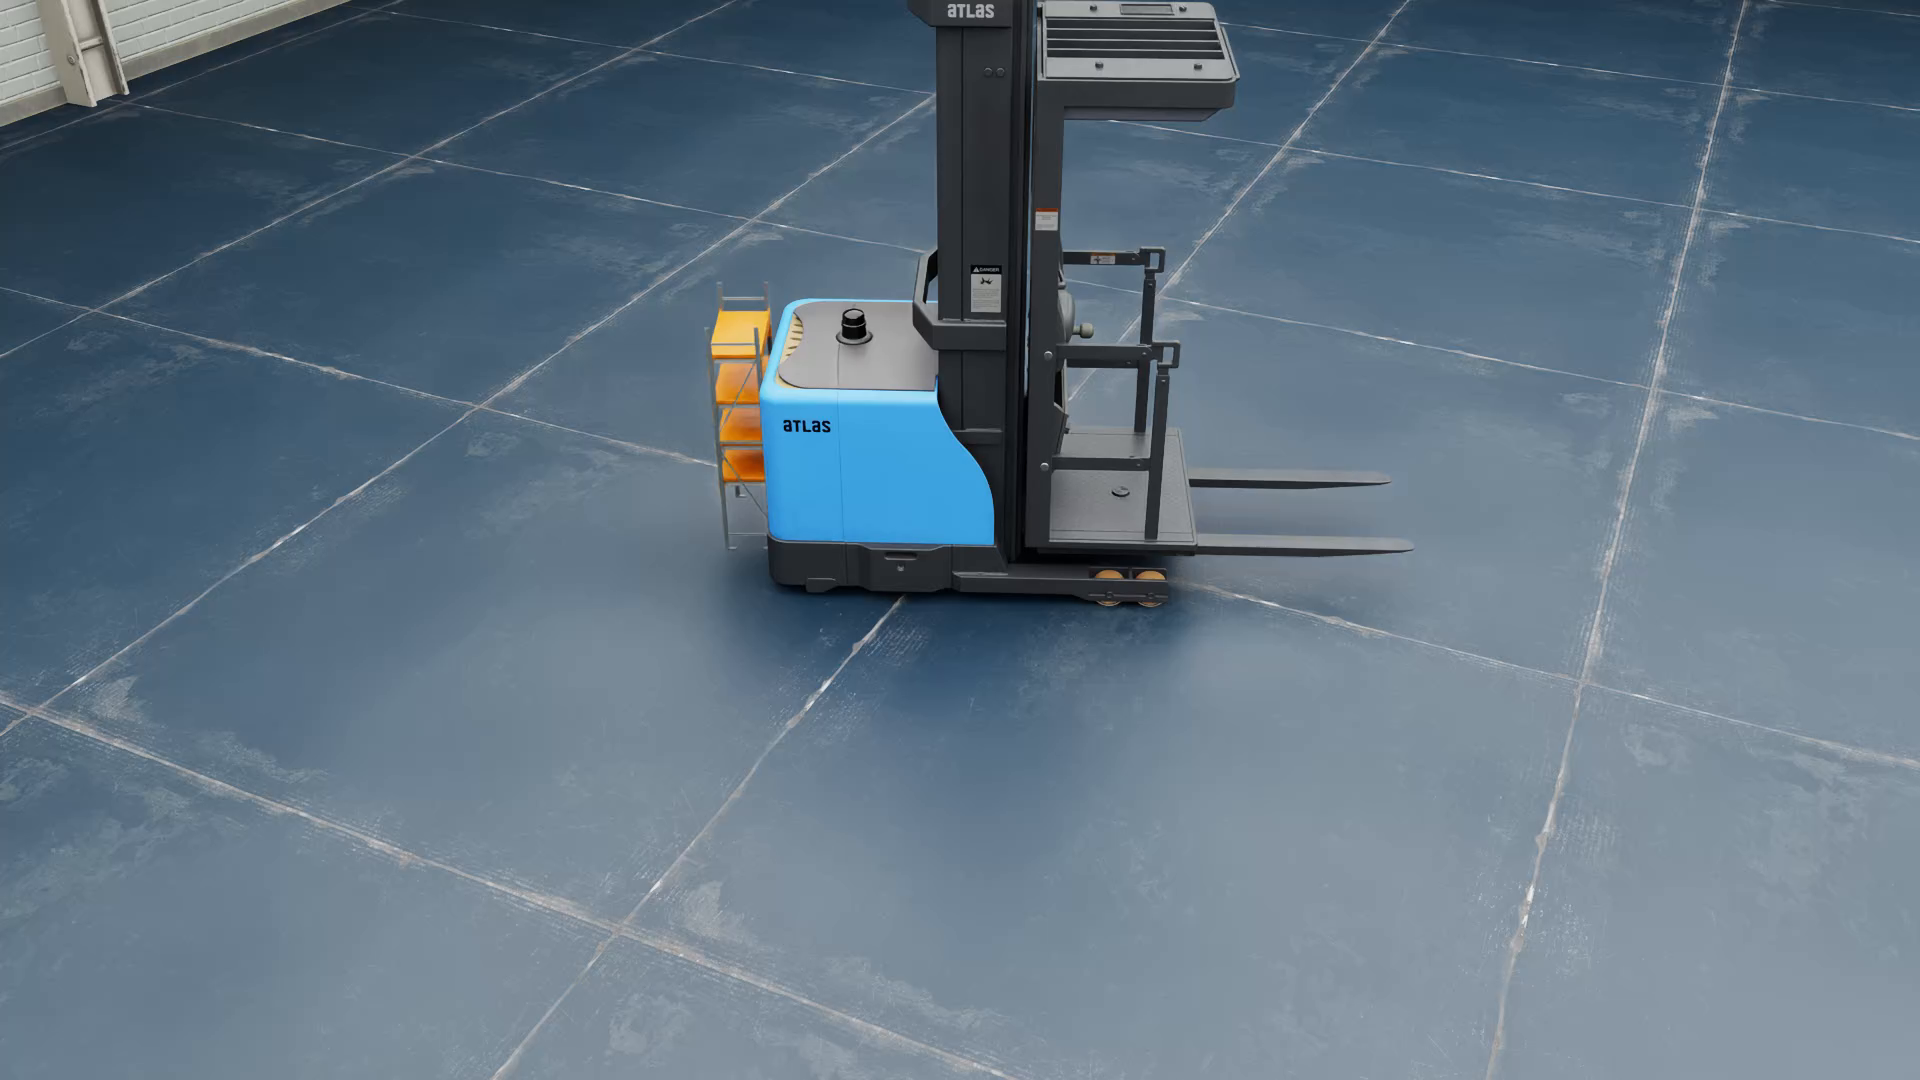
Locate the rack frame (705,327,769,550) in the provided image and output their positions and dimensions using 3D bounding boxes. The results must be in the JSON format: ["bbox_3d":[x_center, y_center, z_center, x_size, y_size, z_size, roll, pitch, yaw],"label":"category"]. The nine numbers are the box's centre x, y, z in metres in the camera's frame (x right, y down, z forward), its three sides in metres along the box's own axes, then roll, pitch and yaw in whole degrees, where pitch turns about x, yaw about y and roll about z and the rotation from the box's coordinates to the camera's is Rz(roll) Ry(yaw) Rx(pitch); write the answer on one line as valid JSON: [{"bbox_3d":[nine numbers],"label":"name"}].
[{"bbox_3d":[-1.034,-0.459,7.856,0.240,1.200,0.015,0,33,0],"label":"rack frame"}]

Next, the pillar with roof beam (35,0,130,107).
[{"bbox_3d":[-3.290,-6.471,9.913,9.100,9.000,0.400,14,36,20],"label":"pillar with roof beam"}]

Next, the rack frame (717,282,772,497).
[{"bbox_3d":[-1.038,-0.727,8.264,0.240,1.200,0.015,0,33,0],"label":"rack frame"}]

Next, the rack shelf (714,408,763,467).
[{"bbox_3d":[-1.036,-0.537,8.097,0.258,0.148,0.480,0,33,0],"label":"rack shelf"}]

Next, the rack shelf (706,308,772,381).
[{"bbox_3d":[-1.036,-0.921,7.844,0.258,0.148,0.480,0,33,0],"label":"rack shelf"}]

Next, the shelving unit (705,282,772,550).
[{"bbox_3d":[-1.036,-0.593,8.060,0.258,1.200,0.503,0,33,0],"label":"shelving unit"}]

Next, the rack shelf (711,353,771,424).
[{"bbox_3d":[-1.036,-0.724,7.974,0.258,0.148,0.480,0,33,0],"label":"rack shelf"}]

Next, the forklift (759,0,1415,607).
[{"bbox_3d":[0.628,-1.212,7.426,3.031,2.935,1.130,1,33,2],"label":"forklift"}]

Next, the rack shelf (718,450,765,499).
[{"bbox_3d":[-1.036,-0.371,8.206,0.258,0.148,0.480,0,33,0],"label":"rack shelf"}]
